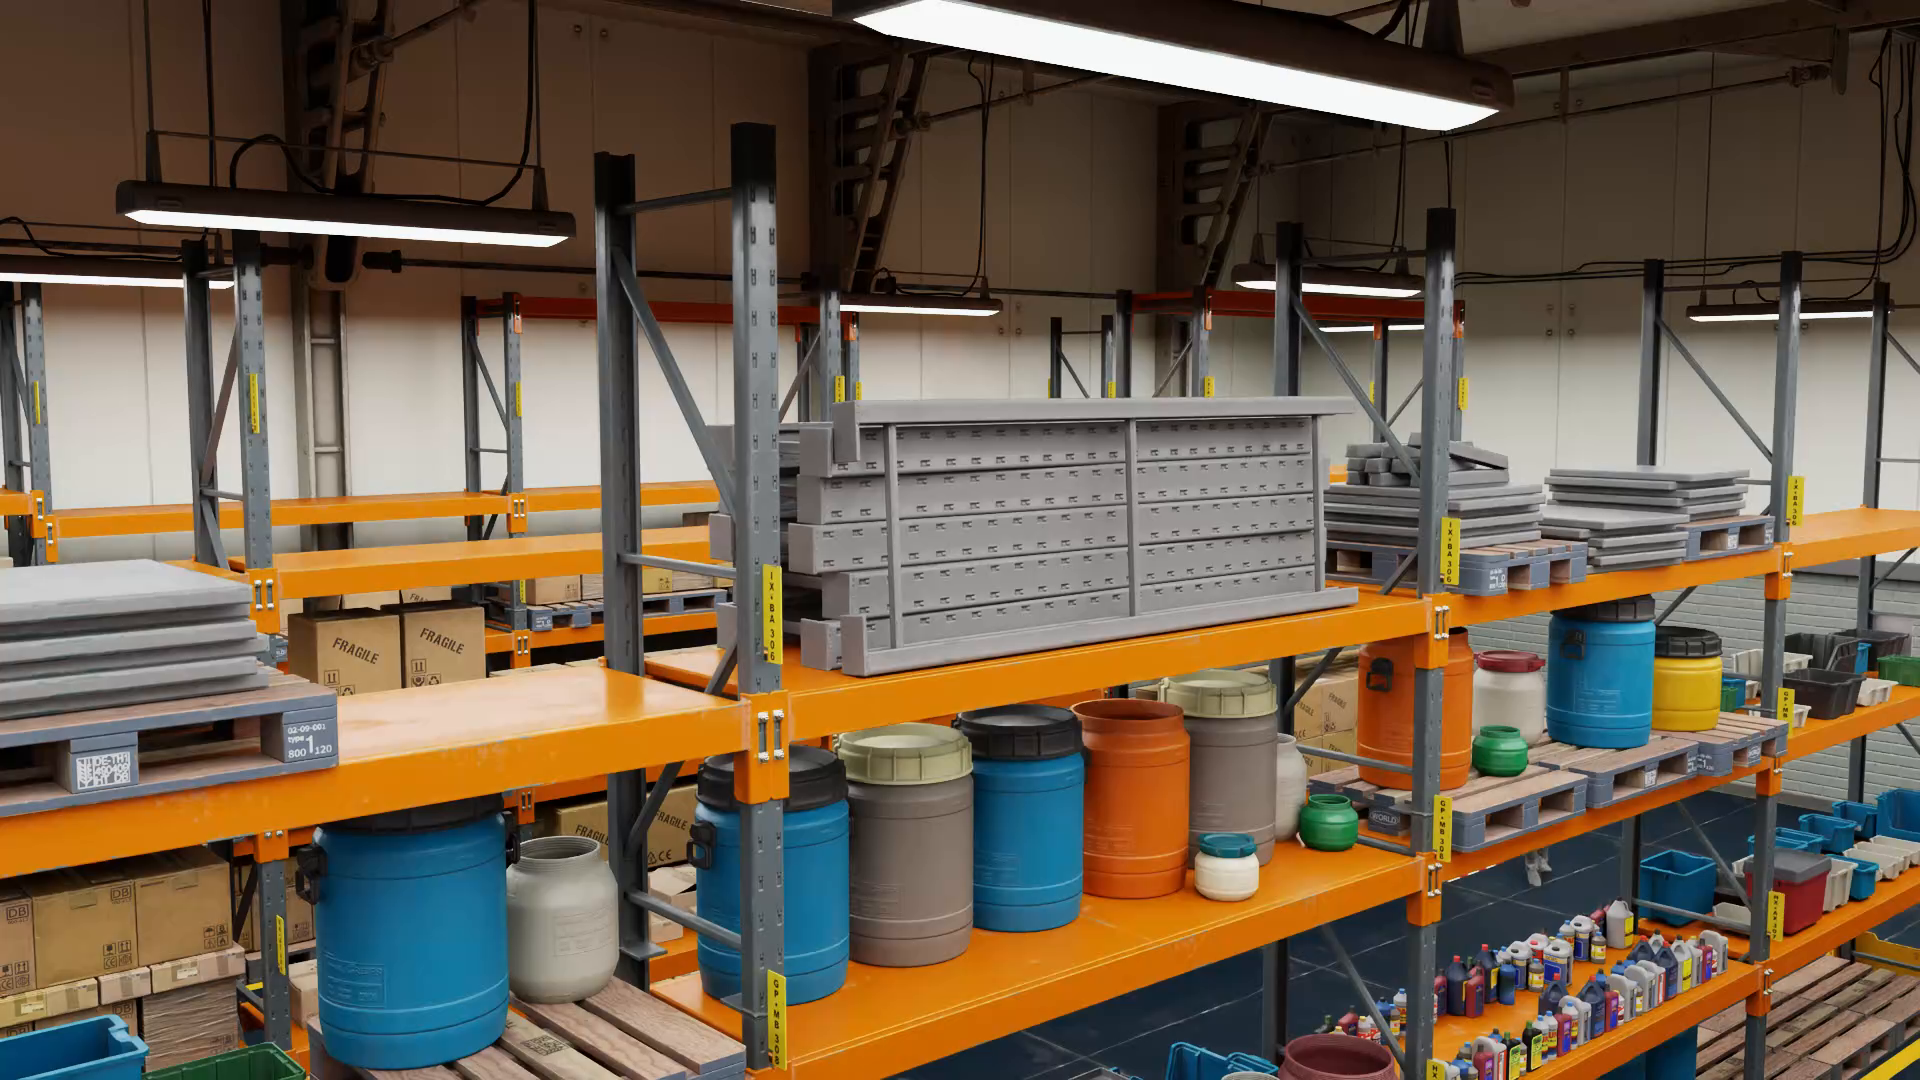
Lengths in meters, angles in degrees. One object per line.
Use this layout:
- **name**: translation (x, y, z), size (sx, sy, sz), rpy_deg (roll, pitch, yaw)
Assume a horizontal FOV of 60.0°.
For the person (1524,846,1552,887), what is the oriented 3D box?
- **person**: translation (5.912, 2.664, 17.283), size (0.707, 1.815, 0.685), rpy_deg (1, 5, 7)
